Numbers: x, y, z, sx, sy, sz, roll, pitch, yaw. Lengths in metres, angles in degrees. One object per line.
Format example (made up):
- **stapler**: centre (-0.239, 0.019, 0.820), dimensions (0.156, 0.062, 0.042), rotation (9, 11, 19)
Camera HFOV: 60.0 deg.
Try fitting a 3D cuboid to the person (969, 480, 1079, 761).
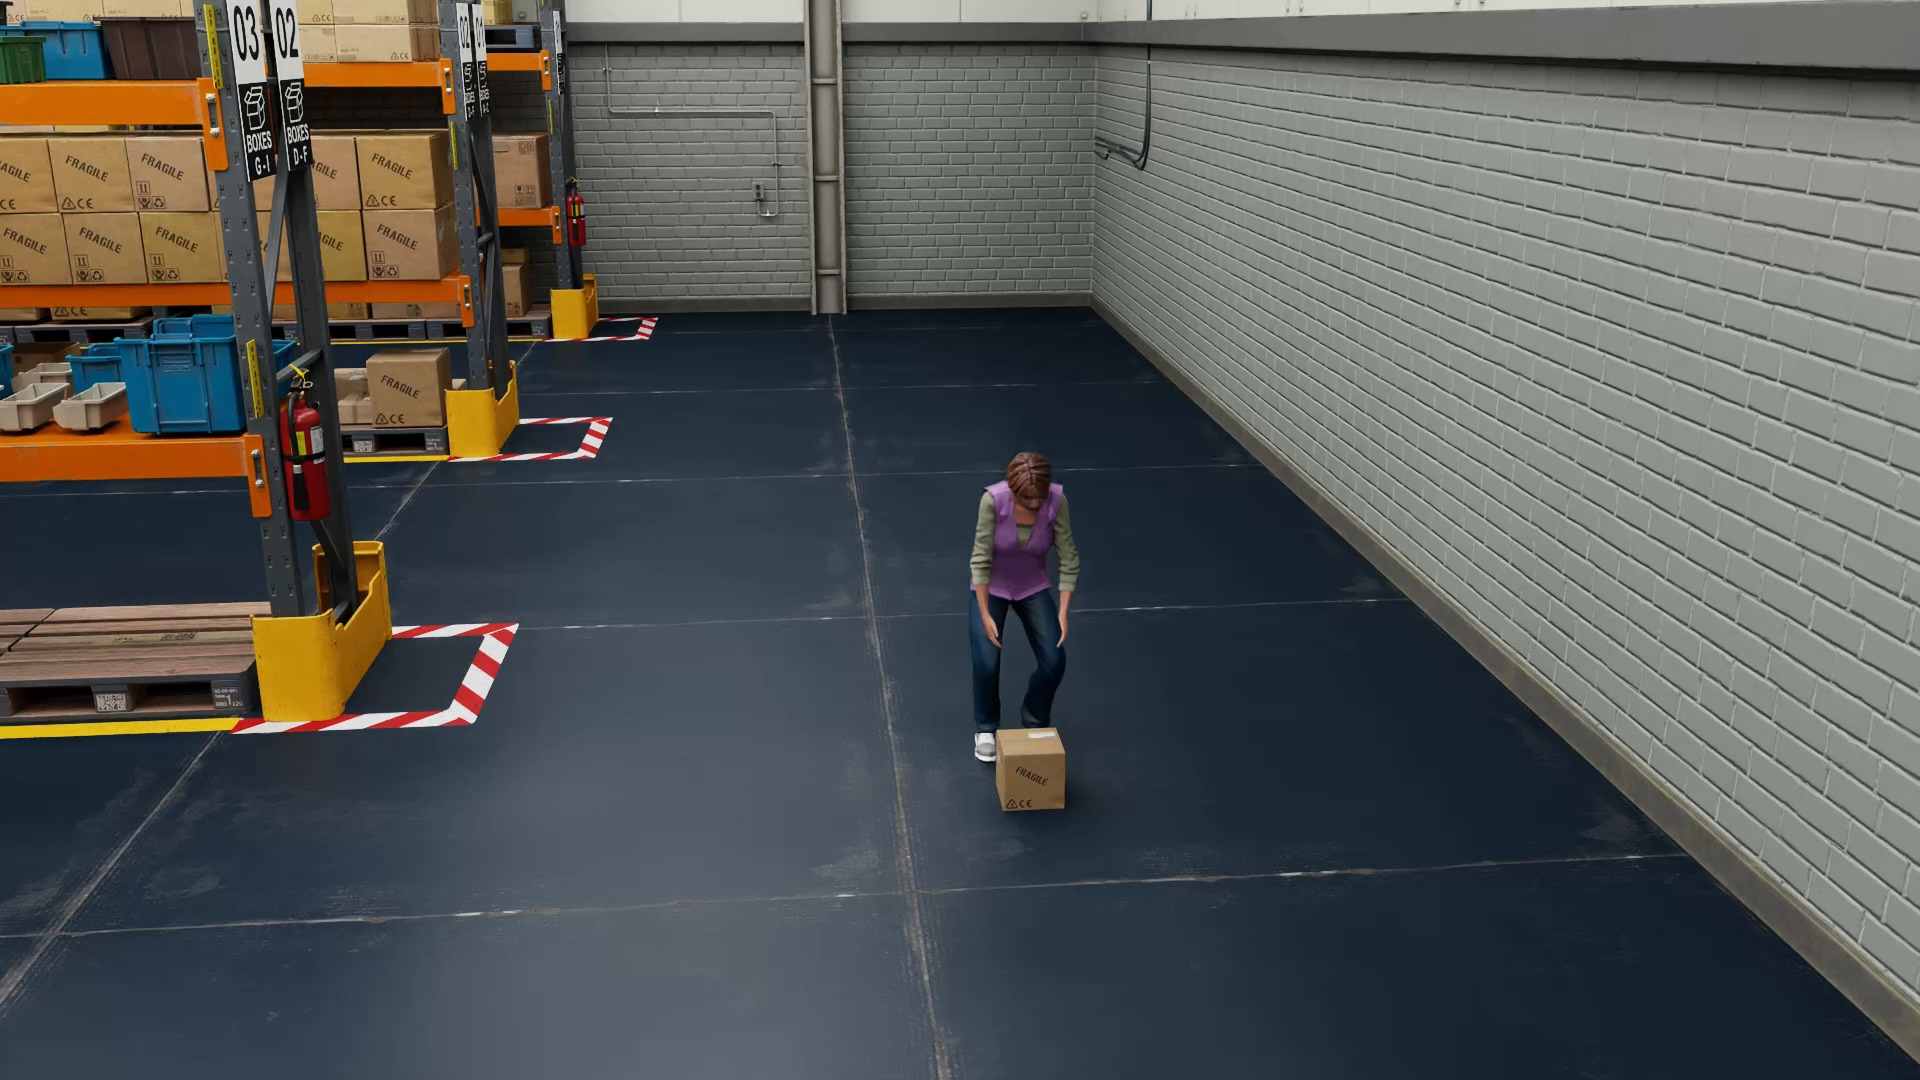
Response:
- **person**: centre (0.257, 0.315, 7.139), dimensions (0.458, 1.252, 0.445), rotation (-2, 17, -5)
